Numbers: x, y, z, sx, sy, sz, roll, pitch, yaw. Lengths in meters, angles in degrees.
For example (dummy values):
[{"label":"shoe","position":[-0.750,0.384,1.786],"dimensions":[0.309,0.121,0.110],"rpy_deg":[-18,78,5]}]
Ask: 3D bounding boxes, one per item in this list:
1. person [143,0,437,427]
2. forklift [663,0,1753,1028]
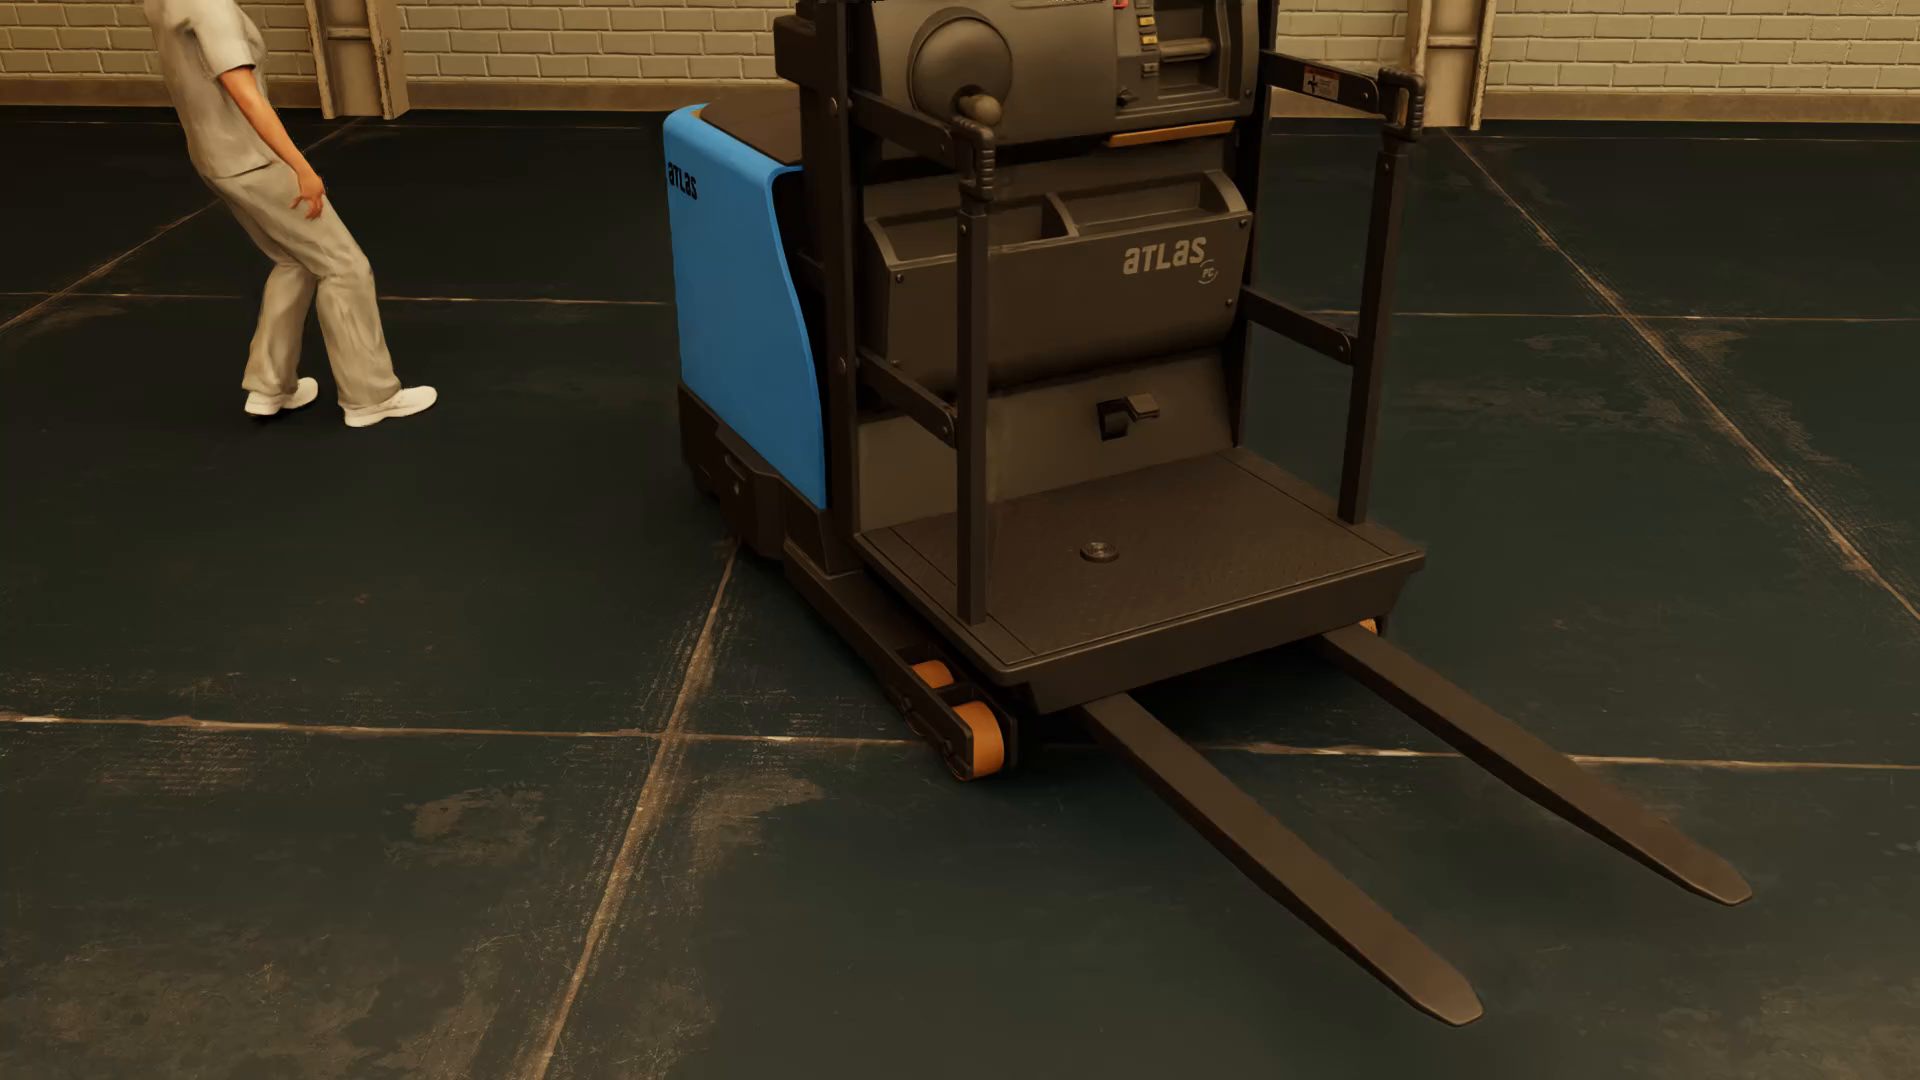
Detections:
[{"label":"person","position":[-2.042,-1.144,5.008],"dimensions":[0.613,1.635,0.600],"rpy_deg":[-19,32,-34]},{"label":"forklift","position":[0.332,-1.037,3.310],"dimensions":[1.130,2.935,3.031],"rpy_deg":[-13,29,-25]}]
